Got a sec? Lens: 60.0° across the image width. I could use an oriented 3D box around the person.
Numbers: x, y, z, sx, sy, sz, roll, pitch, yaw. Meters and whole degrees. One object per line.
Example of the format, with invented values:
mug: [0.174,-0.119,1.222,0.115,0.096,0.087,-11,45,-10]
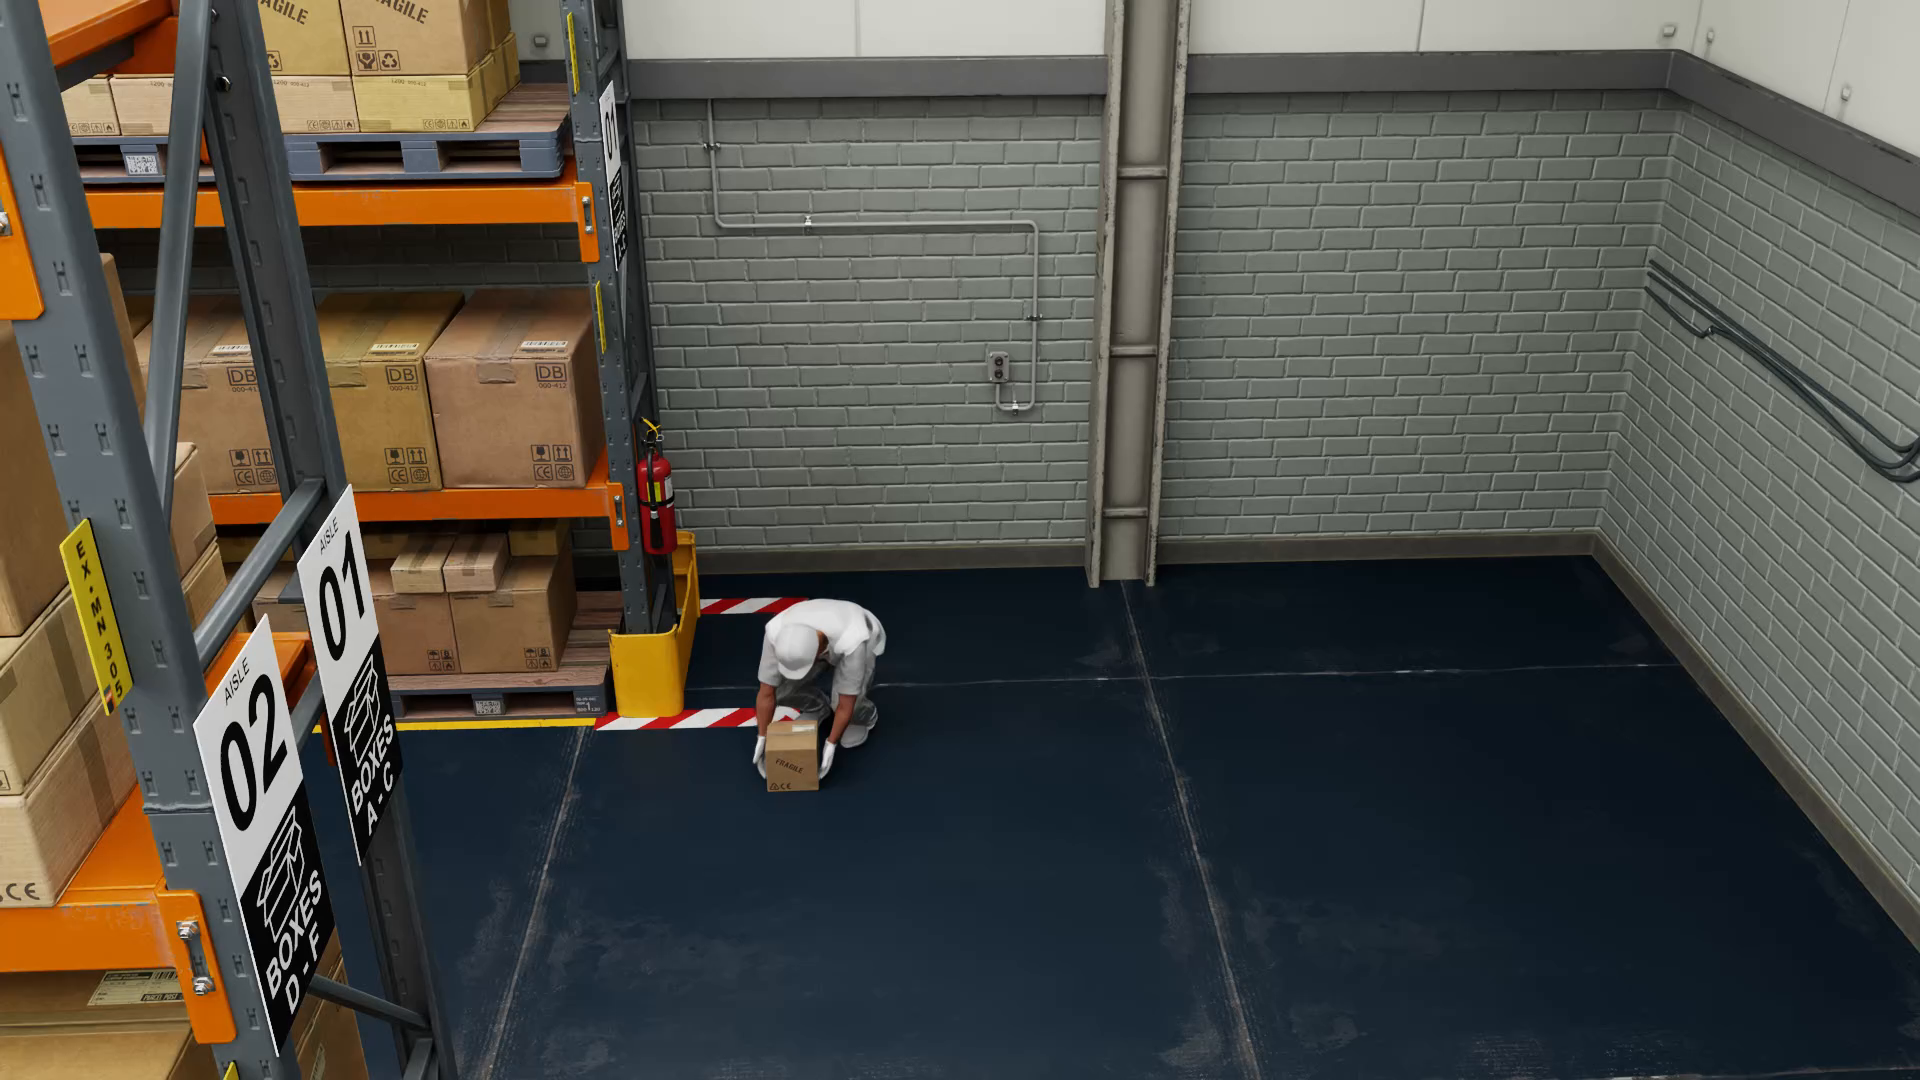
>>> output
person: [-0.682,0.655,8.305,0.579,0.895,0.935,12,30,22]
